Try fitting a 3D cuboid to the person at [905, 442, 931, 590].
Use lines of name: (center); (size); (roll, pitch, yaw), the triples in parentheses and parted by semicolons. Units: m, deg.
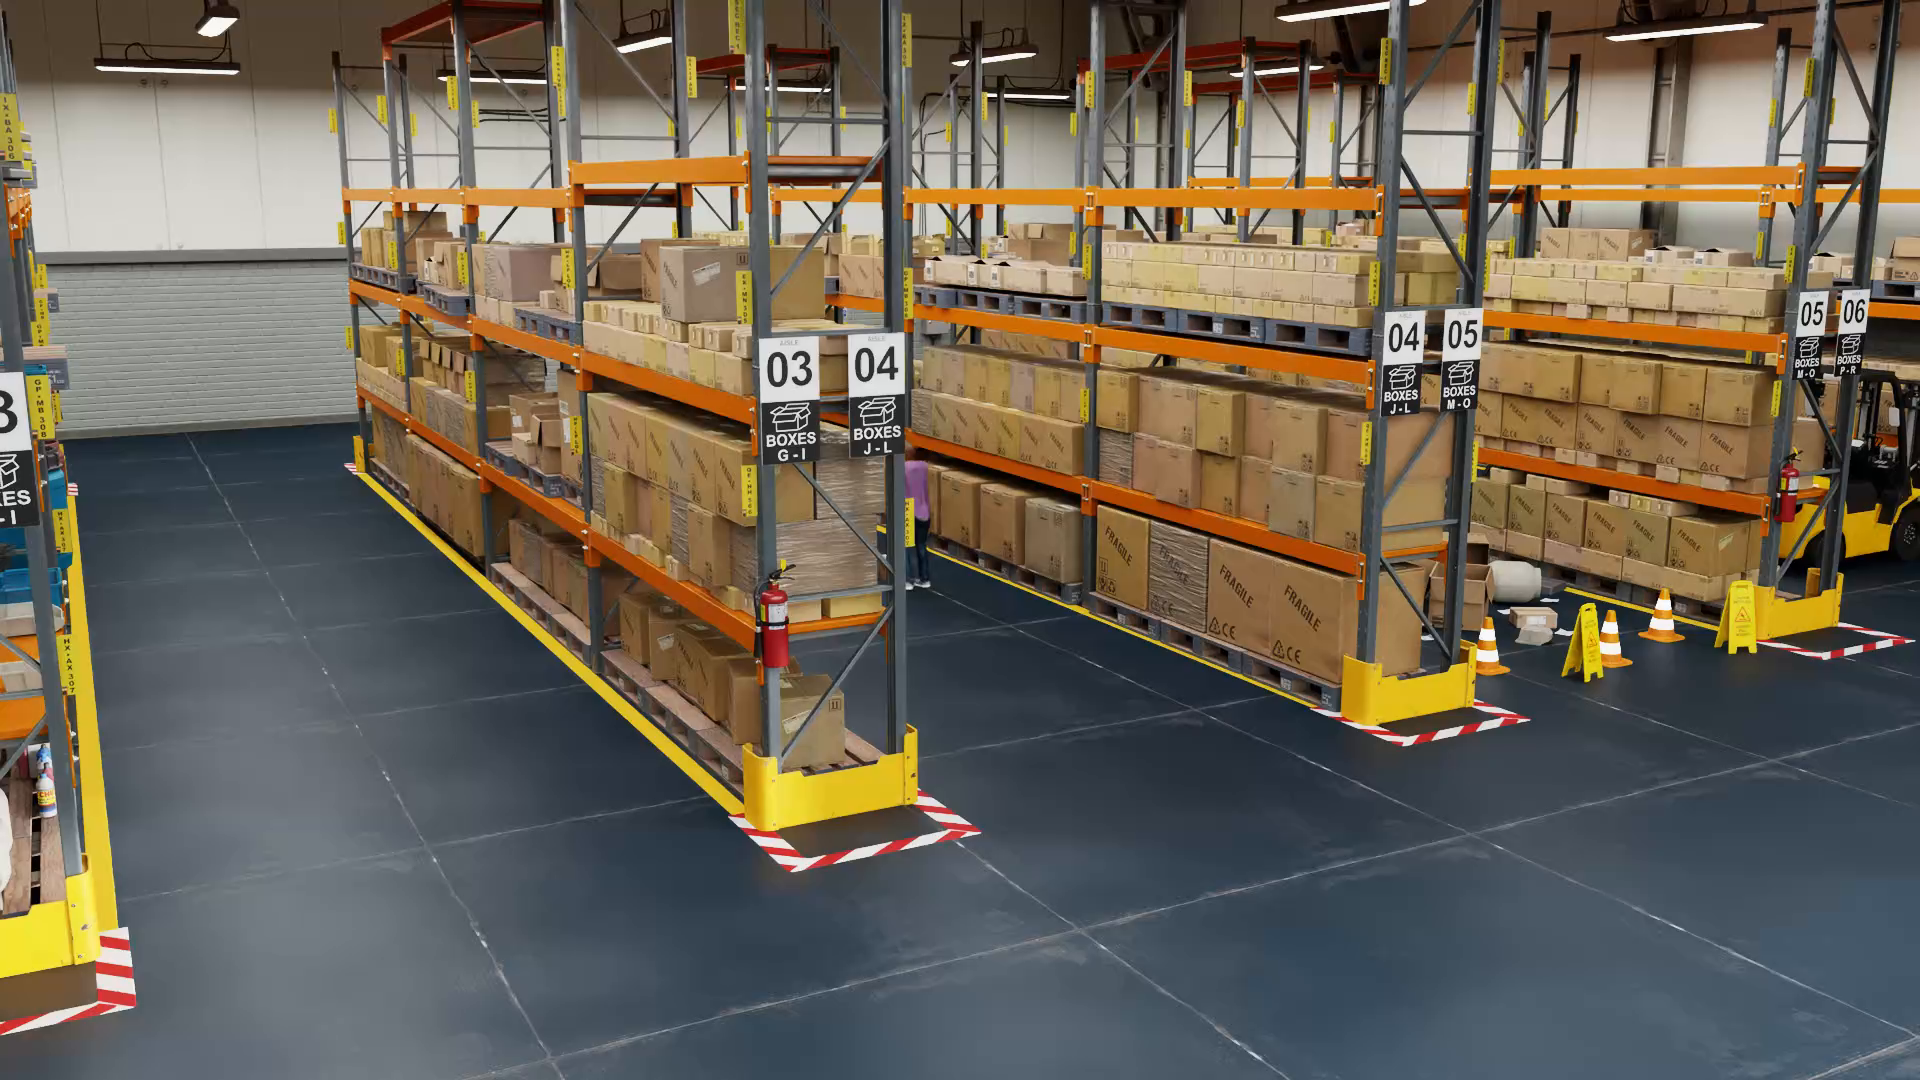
person: (-0.517, -0.235, 17.298); (0.433, 1.523, 0.417); (-6, 13, -26)
